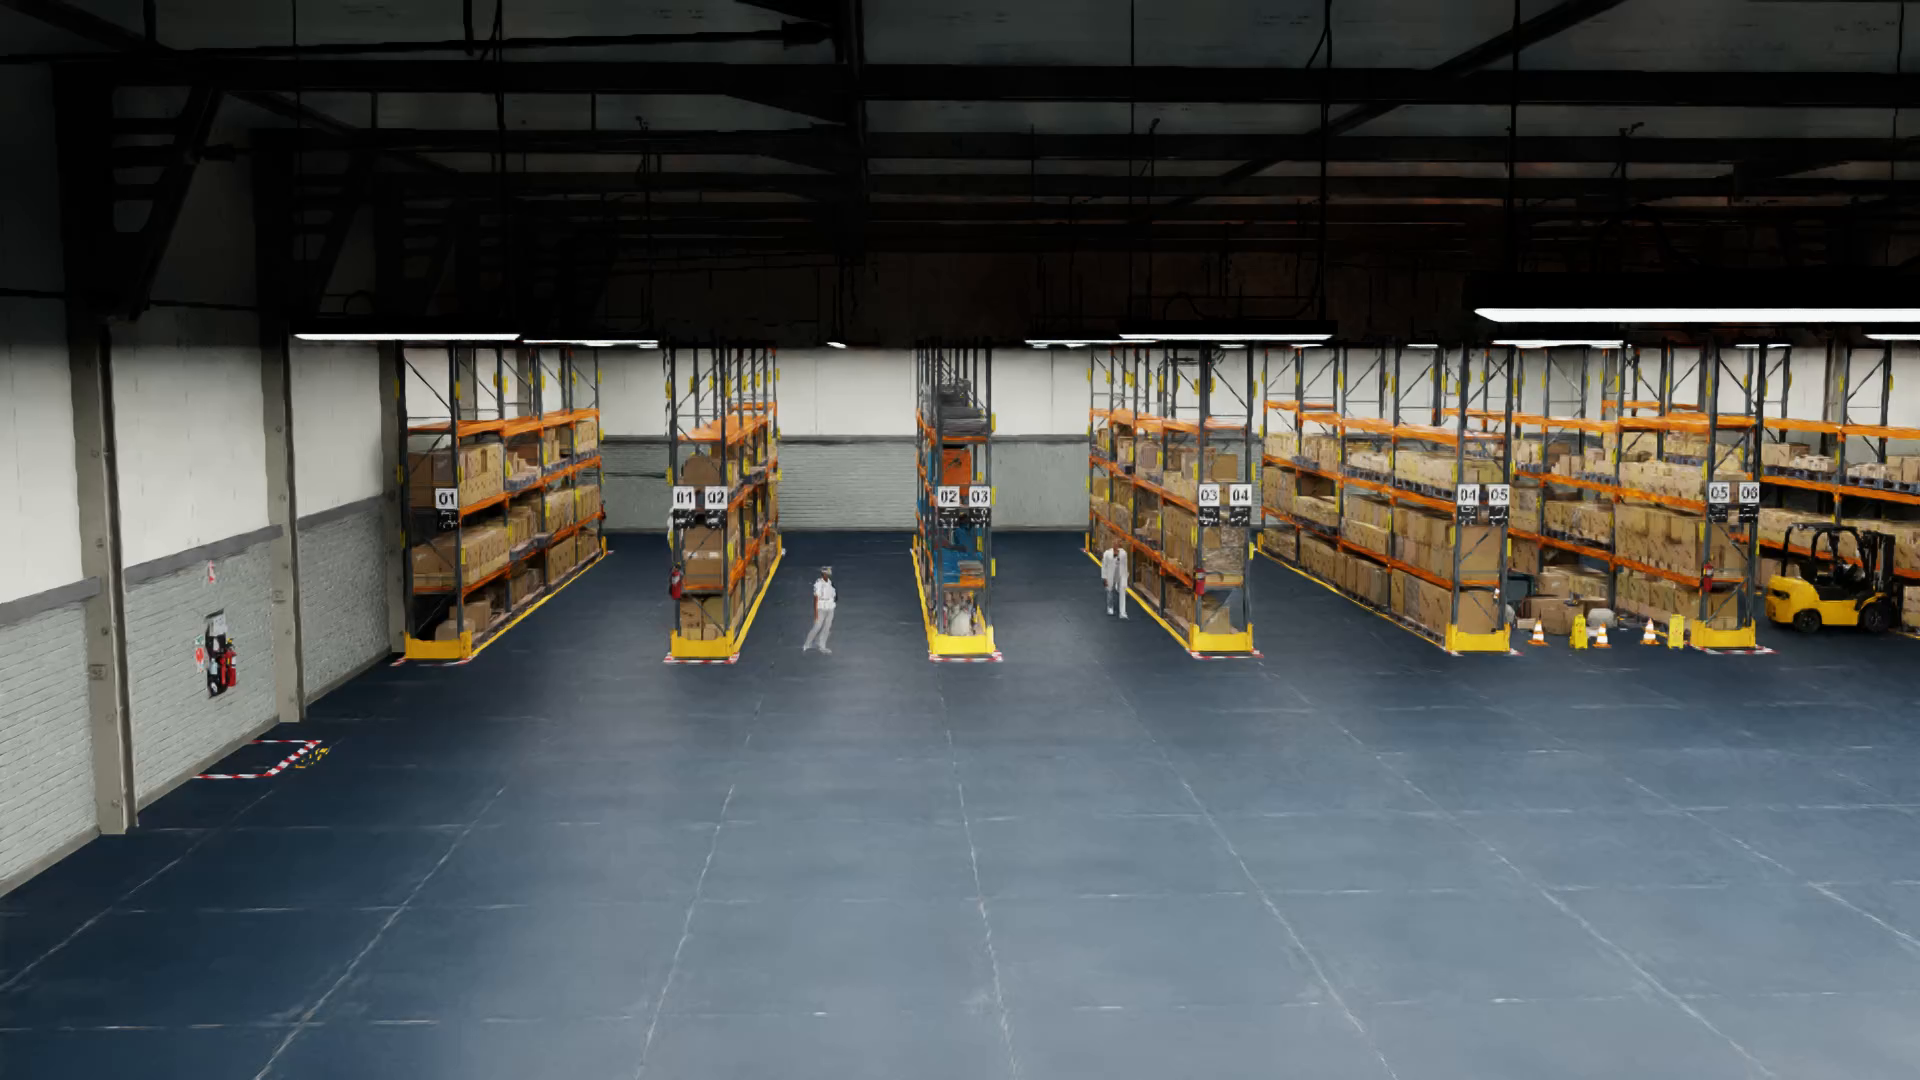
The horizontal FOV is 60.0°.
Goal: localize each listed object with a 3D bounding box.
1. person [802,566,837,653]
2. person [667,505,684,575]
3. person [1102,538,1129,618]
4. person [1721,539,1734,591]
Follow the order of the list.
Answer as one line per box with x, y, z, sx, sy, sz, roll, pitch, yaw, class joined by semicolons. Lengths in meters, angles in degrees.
-2.677;1.320;31.531;0.628;1.659;0.501;-6;9;-44;person
-7.262;-0.014;42.645;0.450;1.776;0.584;-4;8;-32;person
3.347;0.797;35.768;0.599;1.696;1.175;0;6;0;person
16.501;0.789;35.861;0.576;1.708;0.626;4;7;29;person
